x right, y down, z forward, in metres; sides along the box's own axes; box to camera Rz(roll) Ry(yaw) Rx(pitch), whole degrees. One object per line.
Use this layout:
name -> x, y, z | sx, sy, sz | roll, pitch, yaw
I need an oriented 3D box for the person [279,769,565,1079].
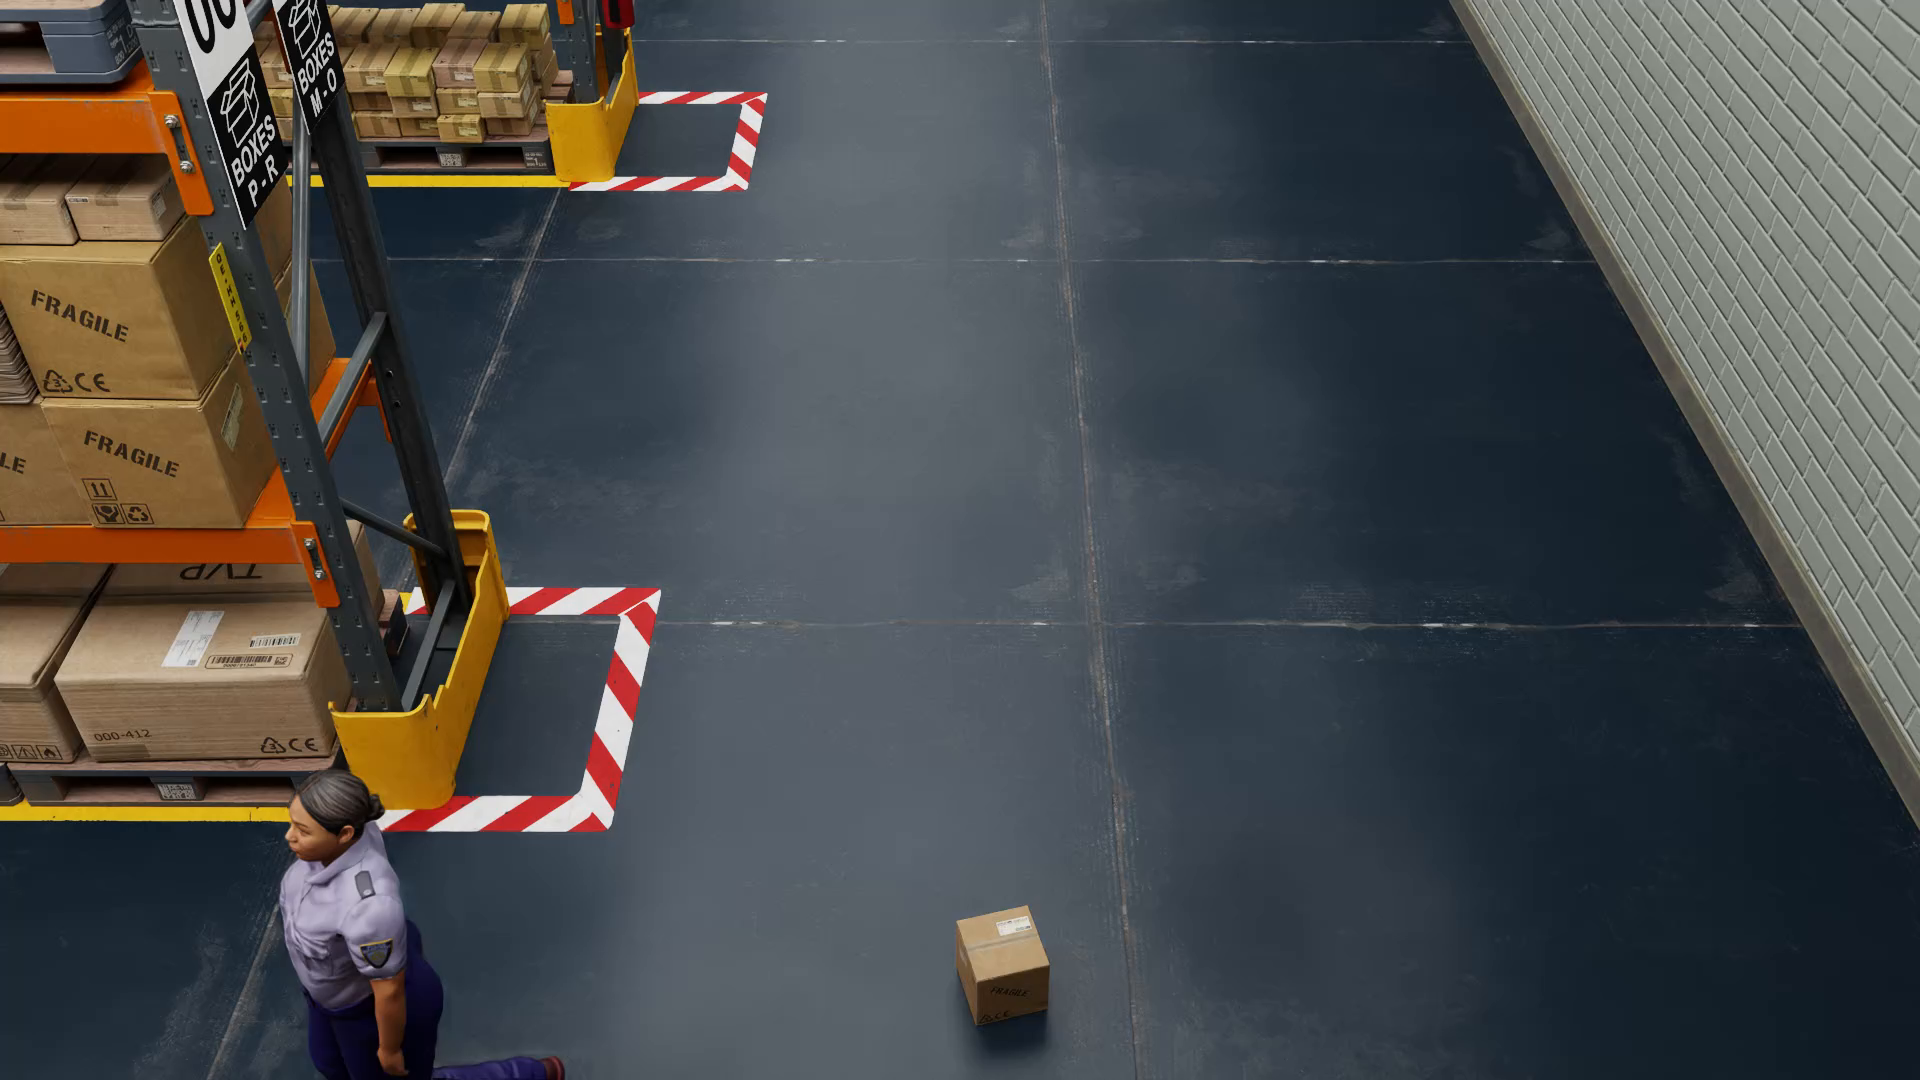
person -> -1.597, 1.239, 4.663 | 0.752, 1.608, 0.488 | -20, 44, -22
